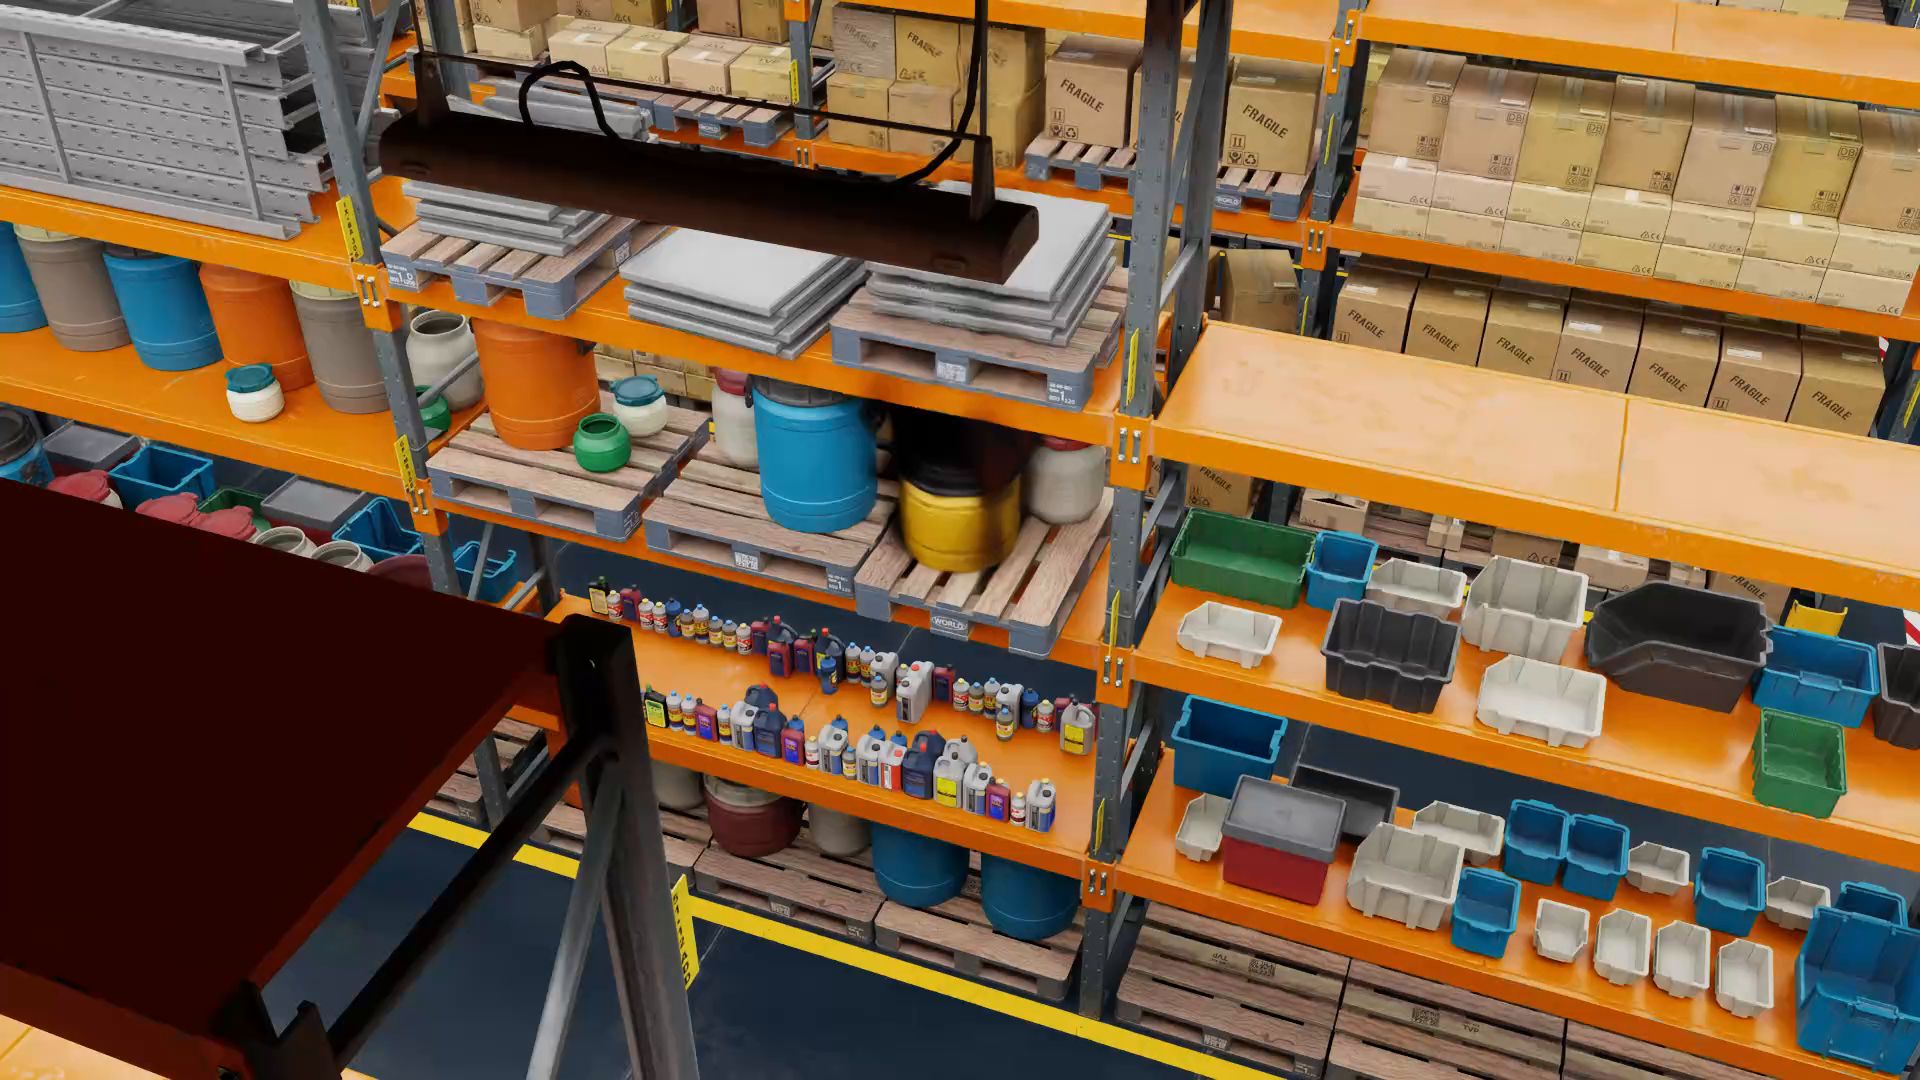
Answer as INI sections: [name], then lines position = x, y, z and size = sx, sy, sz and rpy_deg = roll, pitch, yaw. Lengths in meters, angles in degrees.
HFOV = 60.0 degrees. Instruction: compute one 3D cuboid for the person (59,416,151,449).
[person]
position = -7.266, -1.389, 13.765
size = 0.899, 1.816, 0.655
rpy_deg = 8, 37, 11
